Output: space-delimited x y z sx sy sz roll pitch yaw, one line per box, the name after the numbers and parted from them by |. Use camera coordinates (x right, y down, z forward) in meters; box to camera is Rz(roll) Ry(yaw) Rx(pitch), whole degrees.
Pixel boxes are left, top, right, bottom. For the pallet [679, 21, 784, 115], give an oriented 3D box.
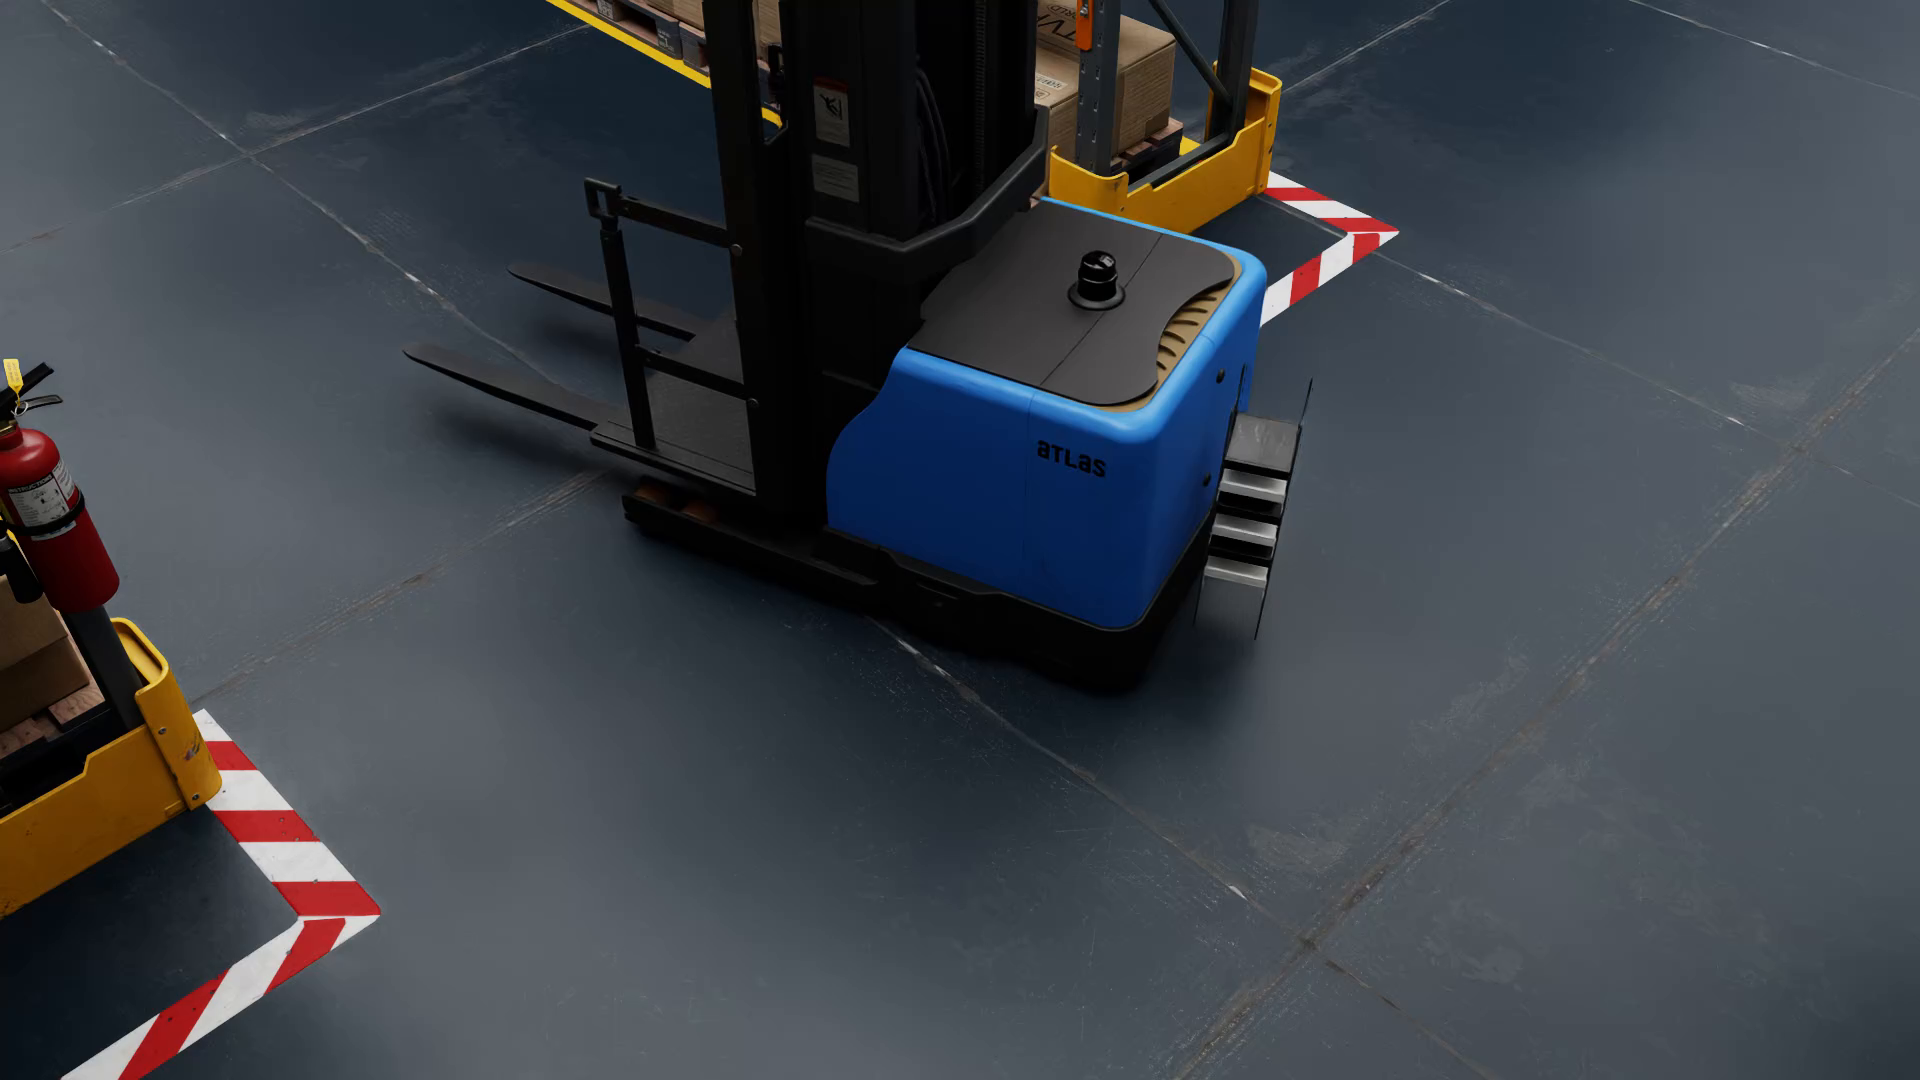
-0.620 -2.420 8.214 1.003 0.211 1.213 -34 53 -31 | pallet

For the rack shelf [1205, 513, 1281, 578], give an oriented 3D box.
0.902 -0.011 5.276 0.200 0.077 0.258 12 44 10 | rack shelf

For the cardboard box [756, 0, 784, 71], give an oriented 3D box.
-0.332 -2.430 7.748 0.875 0.438 0.875 -33 52 -30 | cardboard box

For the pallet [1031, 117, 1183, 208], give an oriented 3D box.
0.237 -1.834 7.579 1.003 0.211 1.213 -34 53 -31 | pallet

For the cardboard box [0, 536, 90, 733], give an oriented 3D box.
-3.020 0.292 4.753 0.637 0.503 0.797 32 52 30 | cardboard box

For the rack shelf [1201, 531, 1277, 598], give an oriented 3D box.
0.899 0.055 5.337 0.200 0.077 0.258 12 44 10 | rack shelf

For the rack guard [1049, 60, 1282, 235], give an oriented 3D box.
0.874 -1.582 7.094 1.175 0.500 0.348 -34 53 -31 | rack guard

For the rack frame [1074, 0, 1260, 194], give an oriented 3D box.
0.857 -2.512 6.258 1.000 3.000 0.127 -34 53 -31 | rack frame

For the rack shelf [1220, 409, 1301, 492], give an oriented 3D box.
0.912 -0.273 5.029 0.200 0.077 0.258 12 44 10 | rack shelf

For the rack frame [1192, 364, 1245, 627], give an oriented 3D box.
0.807 -0.122 5.210 0.006 0.900 0.240 12 44 10 | rack frame

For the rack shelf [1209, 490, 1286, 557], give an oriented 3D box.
0.904 -0.077 5.214 0.200 0.077 0.258 12 44 10 | rack shelf

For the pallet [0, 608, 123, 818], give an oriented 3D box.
-3.272 0.474 5.081 1.003 0.211 1.213 -34 53 -31 | pallet

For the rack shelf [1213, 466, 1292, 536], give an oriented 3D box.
0.907 -0.142 5.153 0.200 0.077 0.258 12 44 10 | rack shelf

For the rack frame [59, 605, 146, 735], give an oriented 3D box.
-2.655 -0.131 3.681 1.000 3.000 0.127 -34 53 -31 | rack frame

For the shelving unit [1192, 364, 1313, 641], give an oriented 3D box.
0.905 -0.101 5.191 0.210 0.900 0.258 12 44 10 | shelving unit

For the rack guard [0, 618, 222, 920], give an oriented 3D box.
-2.708 0.751 4.569 1.175 0.500 0.348 -34 53 -31 | rack guard

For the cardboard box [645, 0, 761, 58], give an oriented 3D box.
-0.968 -2.864 8.217 0.875 0.438 0.875 33 52 30 | cardboard box

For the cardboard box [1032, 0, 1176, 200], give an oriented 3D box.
0.320 -1.994 7.276 0.875 0.438 0.875 32 52 30 | cardboard box

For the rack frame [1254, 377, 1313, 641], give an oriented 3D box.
1.003 -0.080 5.173 0.006 0.900 0.240 12 44 10 | rack frame

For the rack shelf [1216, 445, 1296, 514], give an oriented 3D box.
0.909 -0.208 5.091 0.200 0.077 0.258 12 44 10 | rack shelf

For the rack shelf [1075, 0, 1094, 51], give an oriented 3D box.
-0.555 -3.208 7.542 1.077 0.370 4.000 -34 53 -31 | rack shelf

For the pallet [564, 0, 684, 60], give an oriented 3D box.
-1.486 -3.007 8.848 1.003 0.211 1.213 -34 53 -31 | pallet

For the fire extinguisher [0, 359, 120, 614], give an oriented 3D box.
-2.224 -0.116 3.997 0.296 0.674 0.183 -34 53 -31 | fire extinguisher

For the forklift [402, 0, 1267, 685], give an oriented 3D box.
-0.585 -1.342 5.042 3.031 2.935 1.130 20 46 20 | forklift
